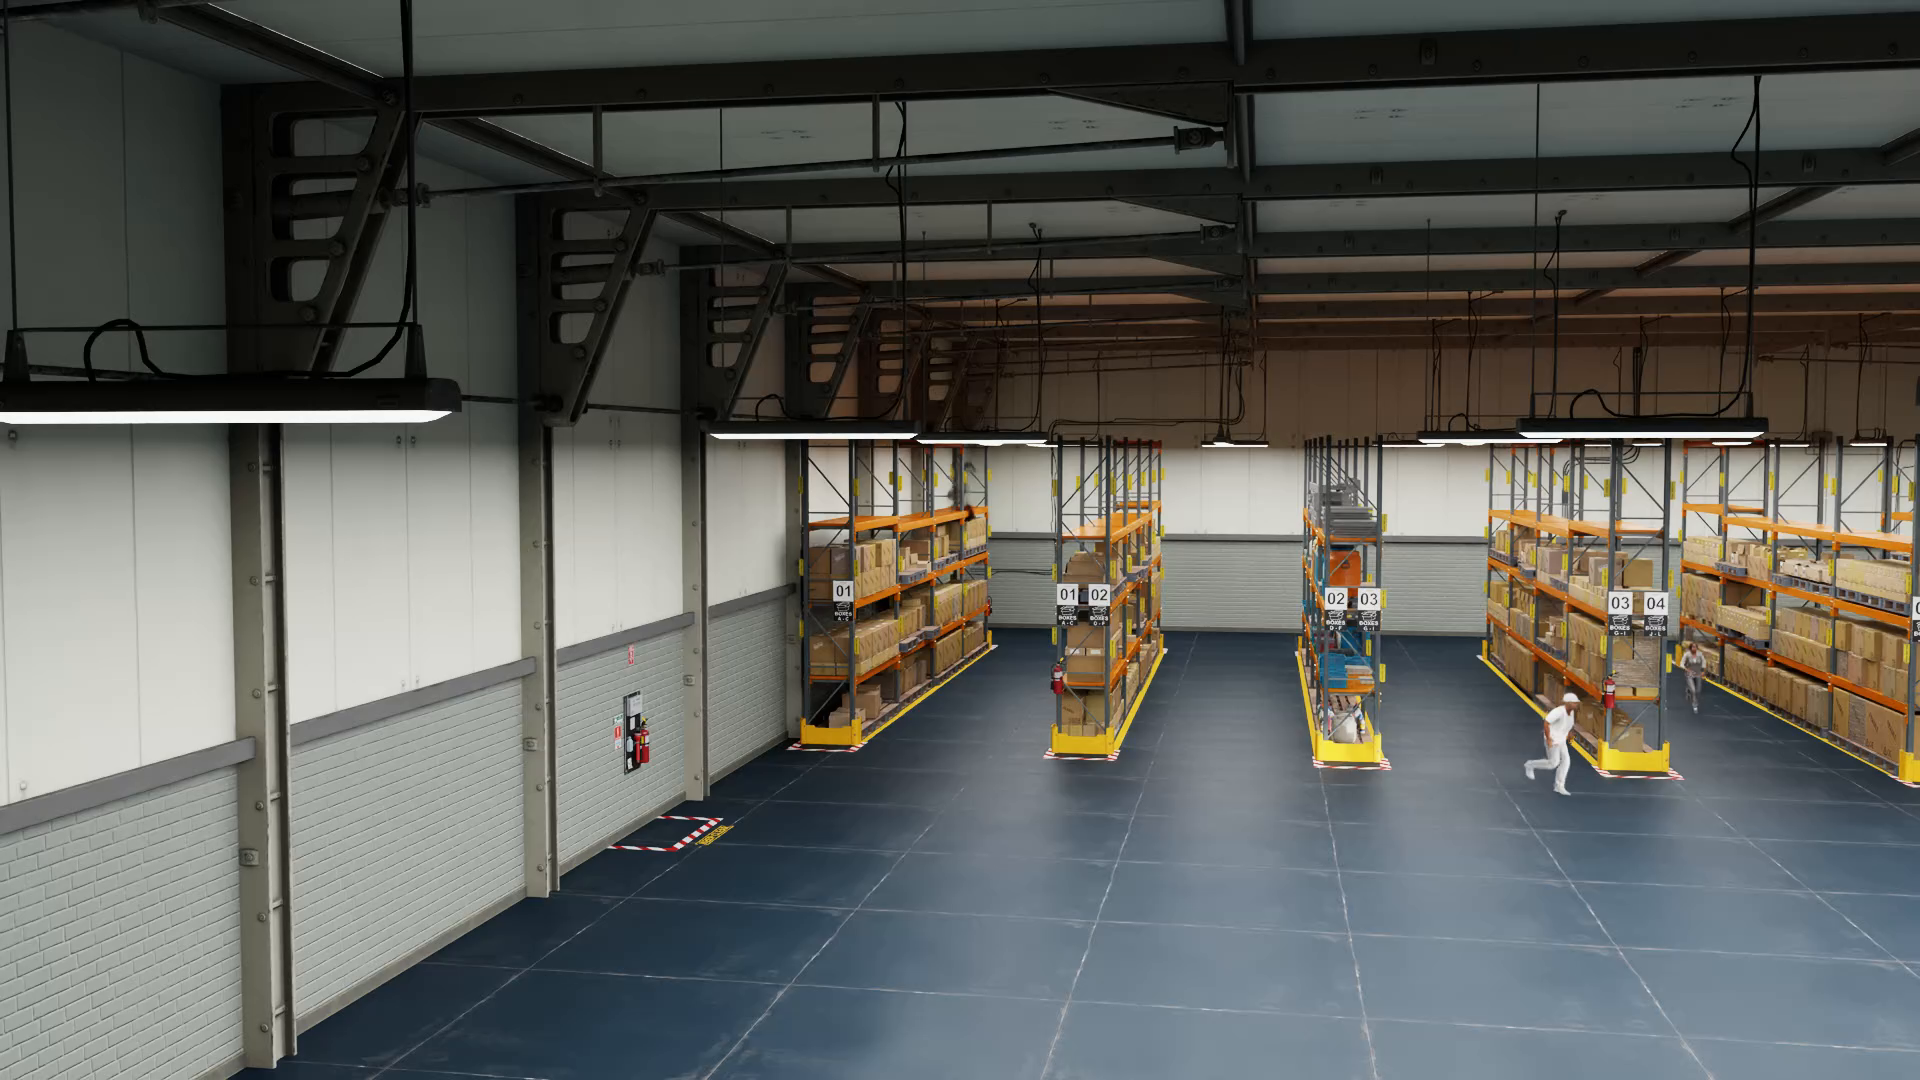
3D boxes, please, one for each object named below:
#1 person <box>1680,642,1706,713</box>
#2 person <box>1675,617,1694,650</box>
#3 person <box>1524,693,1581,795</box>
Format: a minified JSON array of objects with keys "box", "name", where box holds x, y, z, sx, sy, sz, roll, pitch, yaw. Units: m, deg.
[{"box":[16.060,2.998,36.444,0.574,1.557,0.656,0,3,6],"name":"person"},{"box":[20.044,2.438,45.746,0.684,1.728,0.718,1,3,24],"name":"person"},{"box":[9.939,3.389,27.898,0.942,1.708,0.701,3,4,42],"name":"person"}]
